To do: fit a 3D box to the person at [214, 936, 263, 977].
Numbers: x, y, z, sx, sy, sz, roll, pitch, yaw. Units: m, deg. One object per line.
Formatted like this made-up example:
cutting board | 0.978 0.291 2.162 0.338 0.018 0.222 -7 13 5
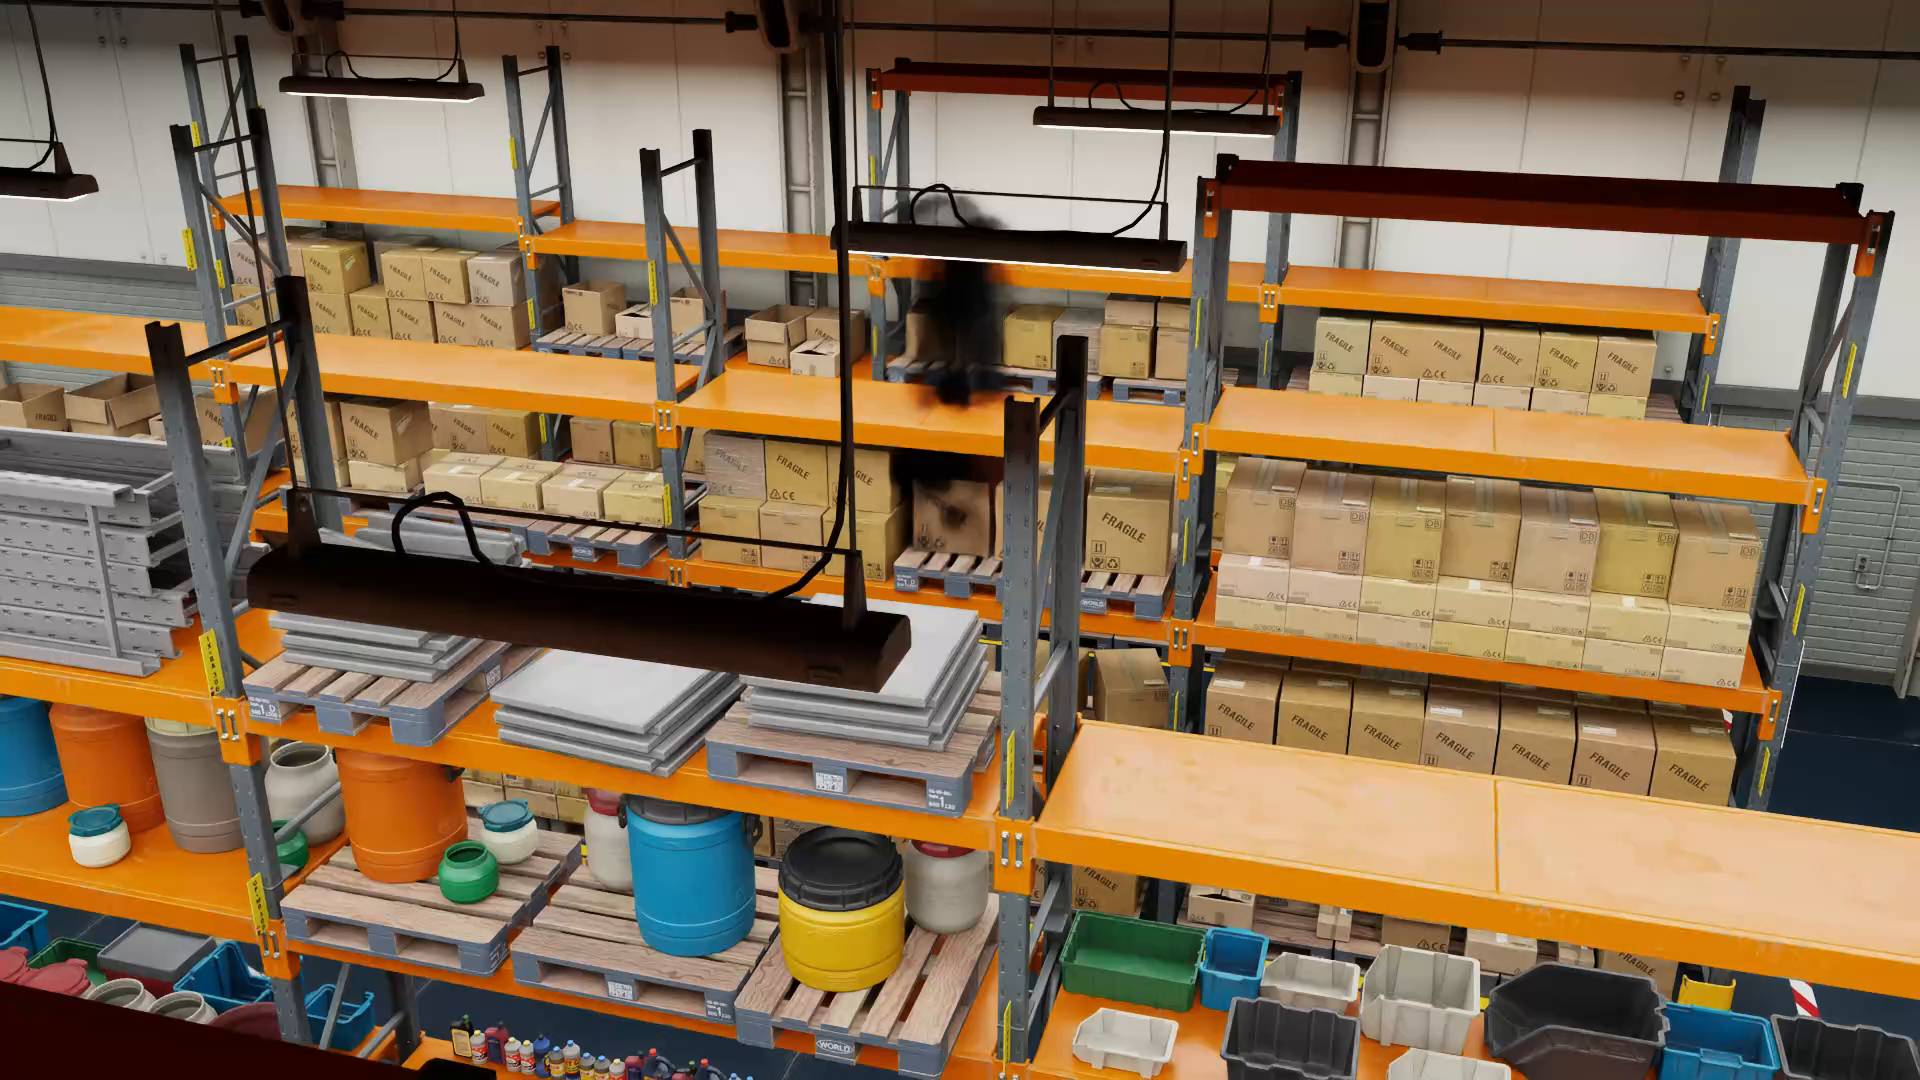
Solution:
person | -5.312 2.729 12.005 0.748 1.735 0.719 13 26 29
